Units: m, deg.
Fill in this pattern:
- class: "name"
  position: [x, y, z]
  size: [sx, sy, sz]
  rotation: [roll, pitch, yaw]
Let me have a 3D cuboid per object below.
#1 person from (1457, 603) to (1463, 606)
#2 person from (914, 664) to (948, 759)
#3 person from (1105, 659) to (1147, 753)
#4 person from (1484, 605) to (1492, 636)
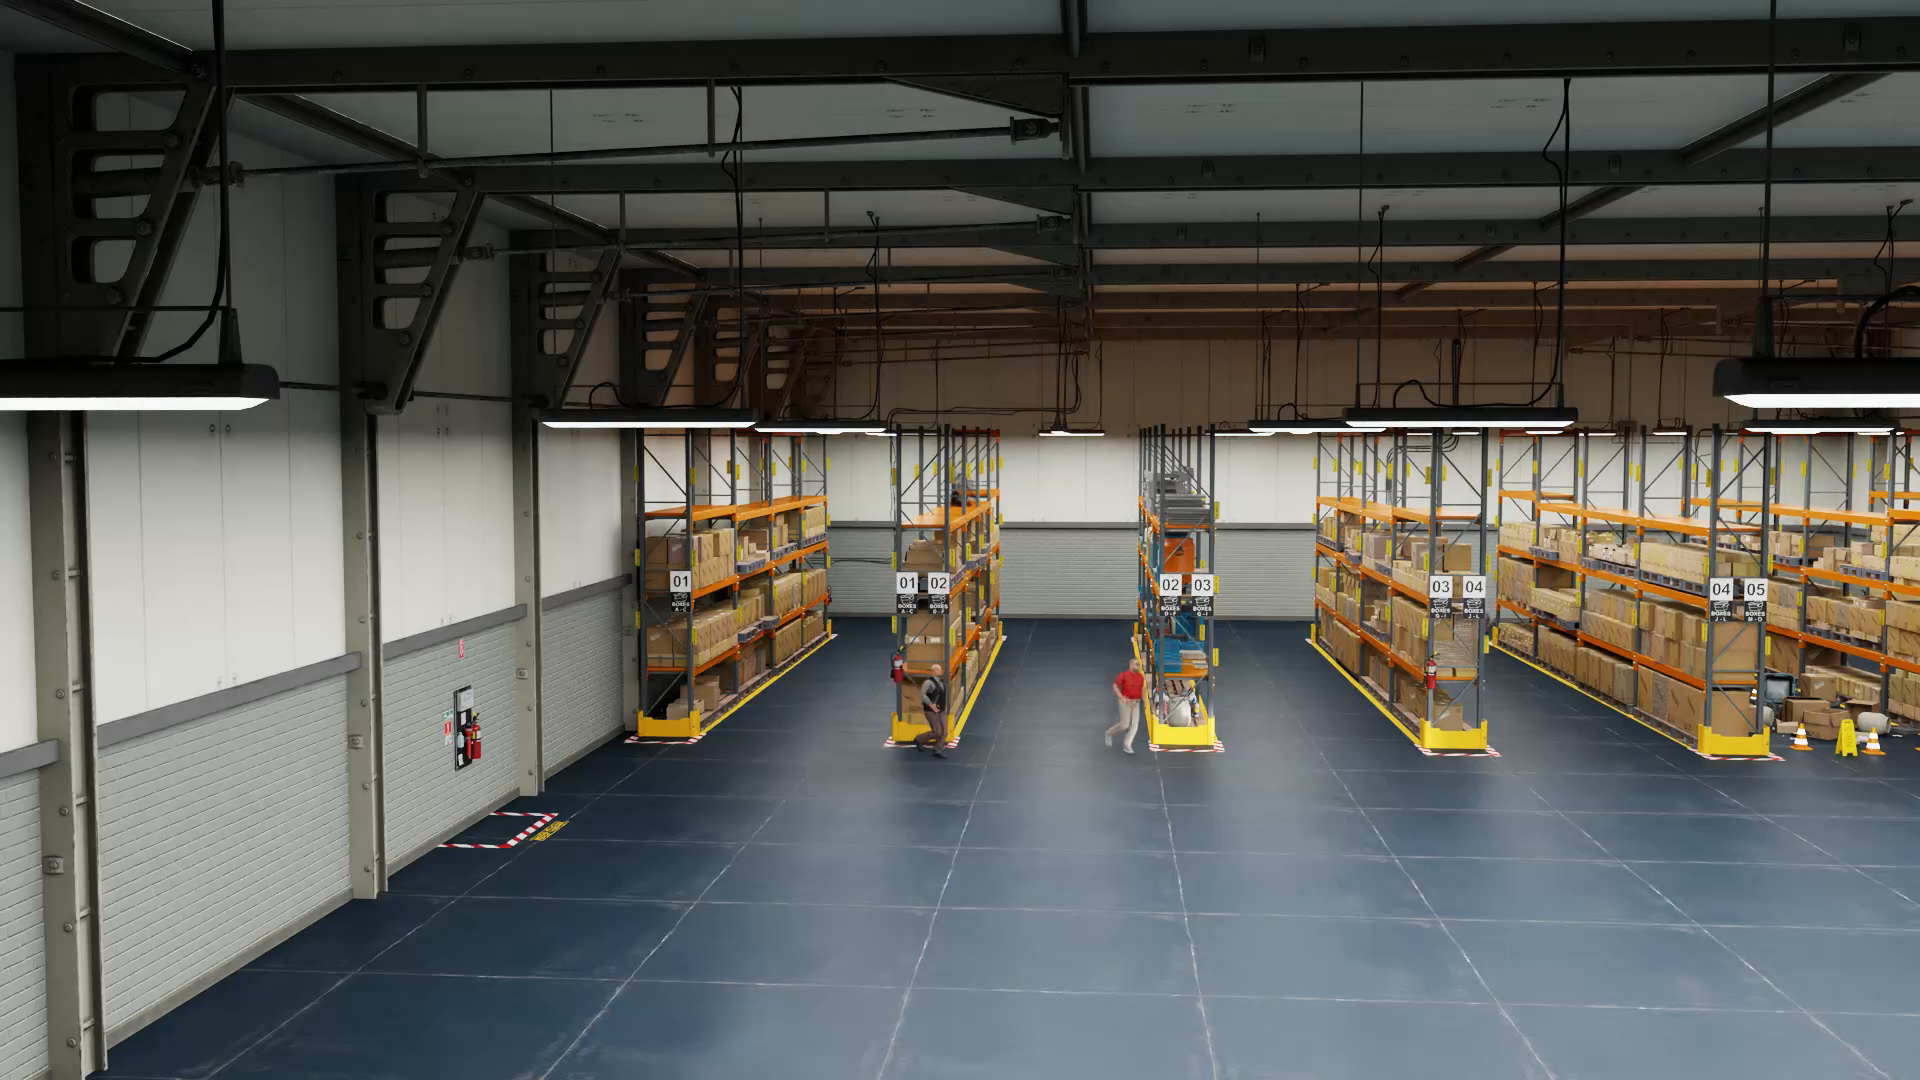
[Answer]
- class: "person"
  position: [13.398, 2.202, 43.858]
  size: [0.636, 1.713, 0.596]
  rotation: [0, 3, 6]
- class: "person"
  position: [-0.507, 3.074, 29.843]
  size: [0.636, 1.709, 0.672]
  rotation: [2, 4, 26]
- class: "person"
  position: [3.135, 3.026, 30.580]
  size: [0.737, 1.679, 0.650]
  rotation: [-2, 4, -33]
- class: "person"
  position: [13.345, 2.359, 42.556]
  size: [0.533, 1.557, 0.541]
  rotation: [0, 3, 1]
